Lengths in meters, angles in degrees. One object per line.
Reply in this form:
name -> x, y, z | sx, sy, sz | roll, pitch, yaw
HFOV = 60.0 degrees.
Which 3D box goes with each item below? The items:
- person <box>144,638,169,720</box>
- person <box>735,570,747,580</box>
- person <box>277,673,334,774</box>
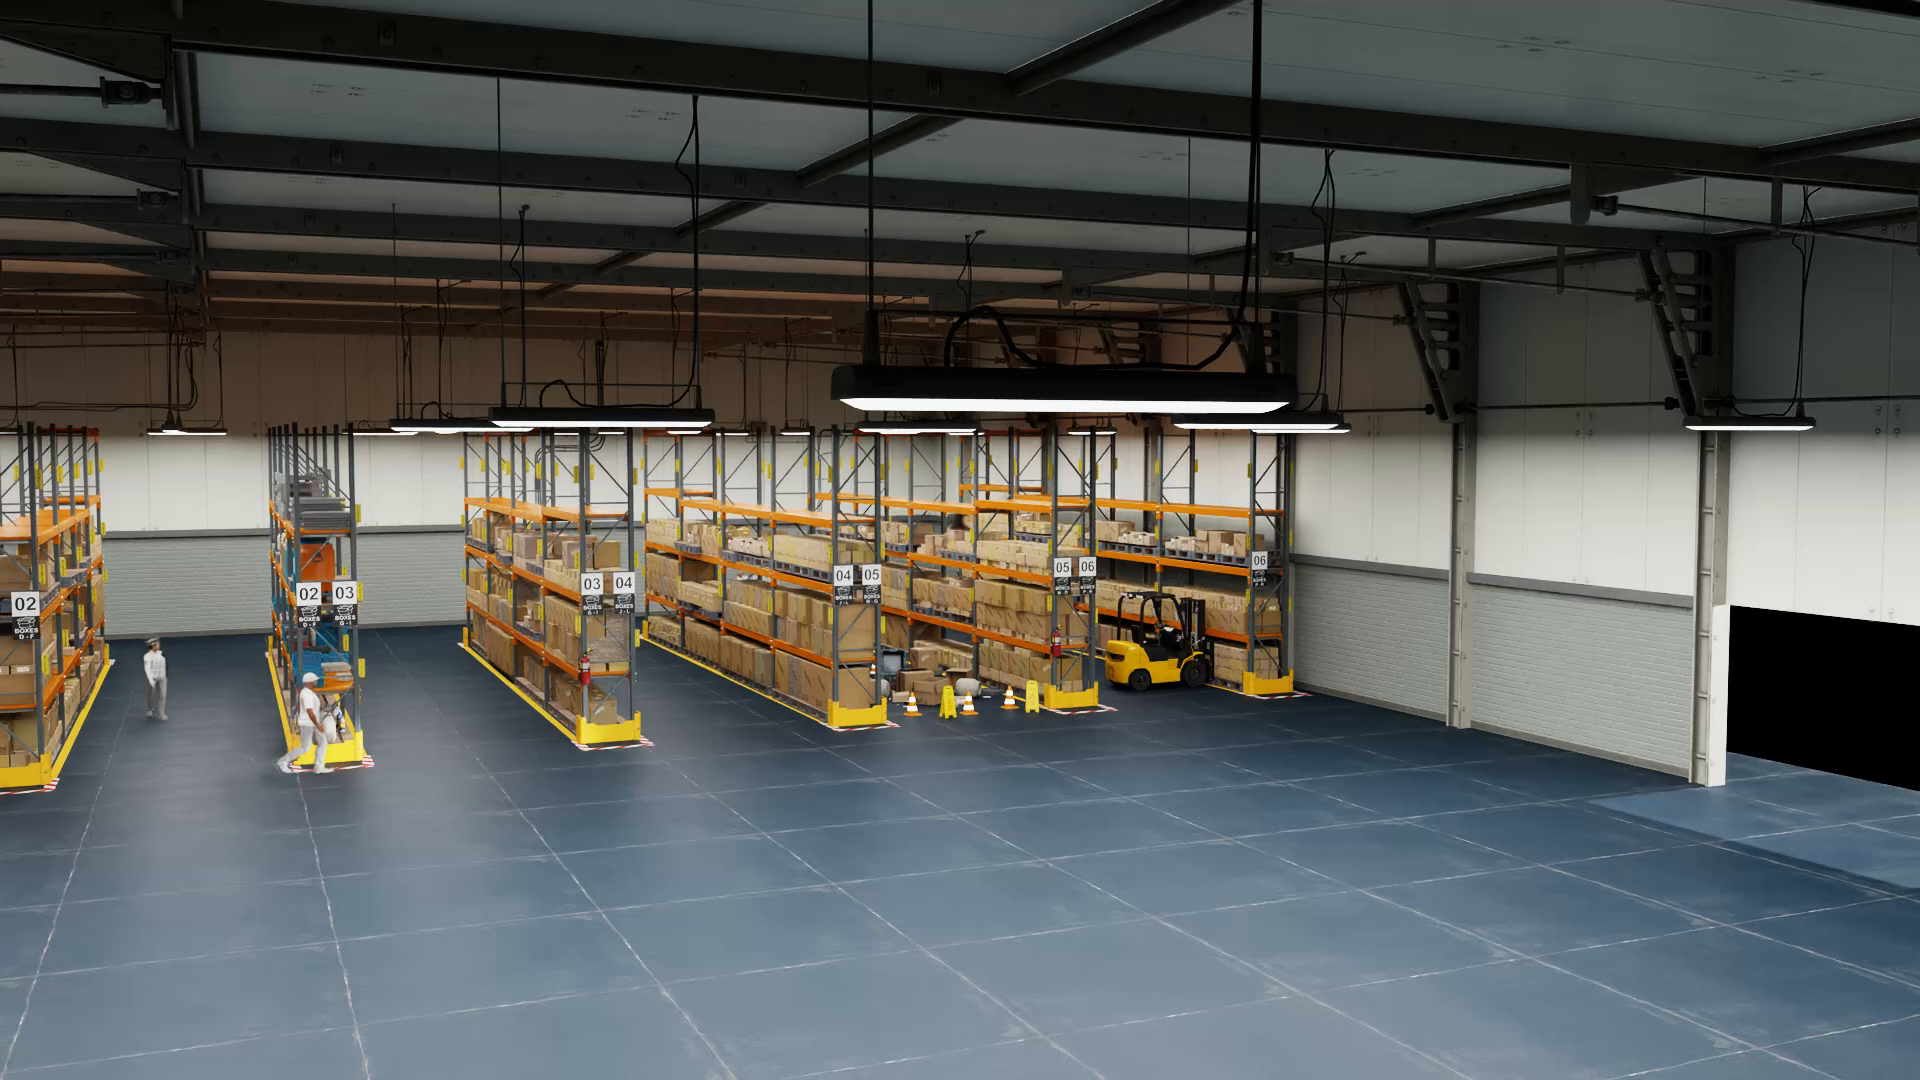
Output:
person -> -16.377, 2.822, 33.906 | 0.850, 1.655, 0.514 | 3, 5, 44
person -> -6.826, 1.706, 52.229 | 0.776, 1.625, 0.517 | -3, 5, -41
person -> -11.124, 3.122, 28.244 | 0.880, 1.729, 0.548 | 0, 4, -5
